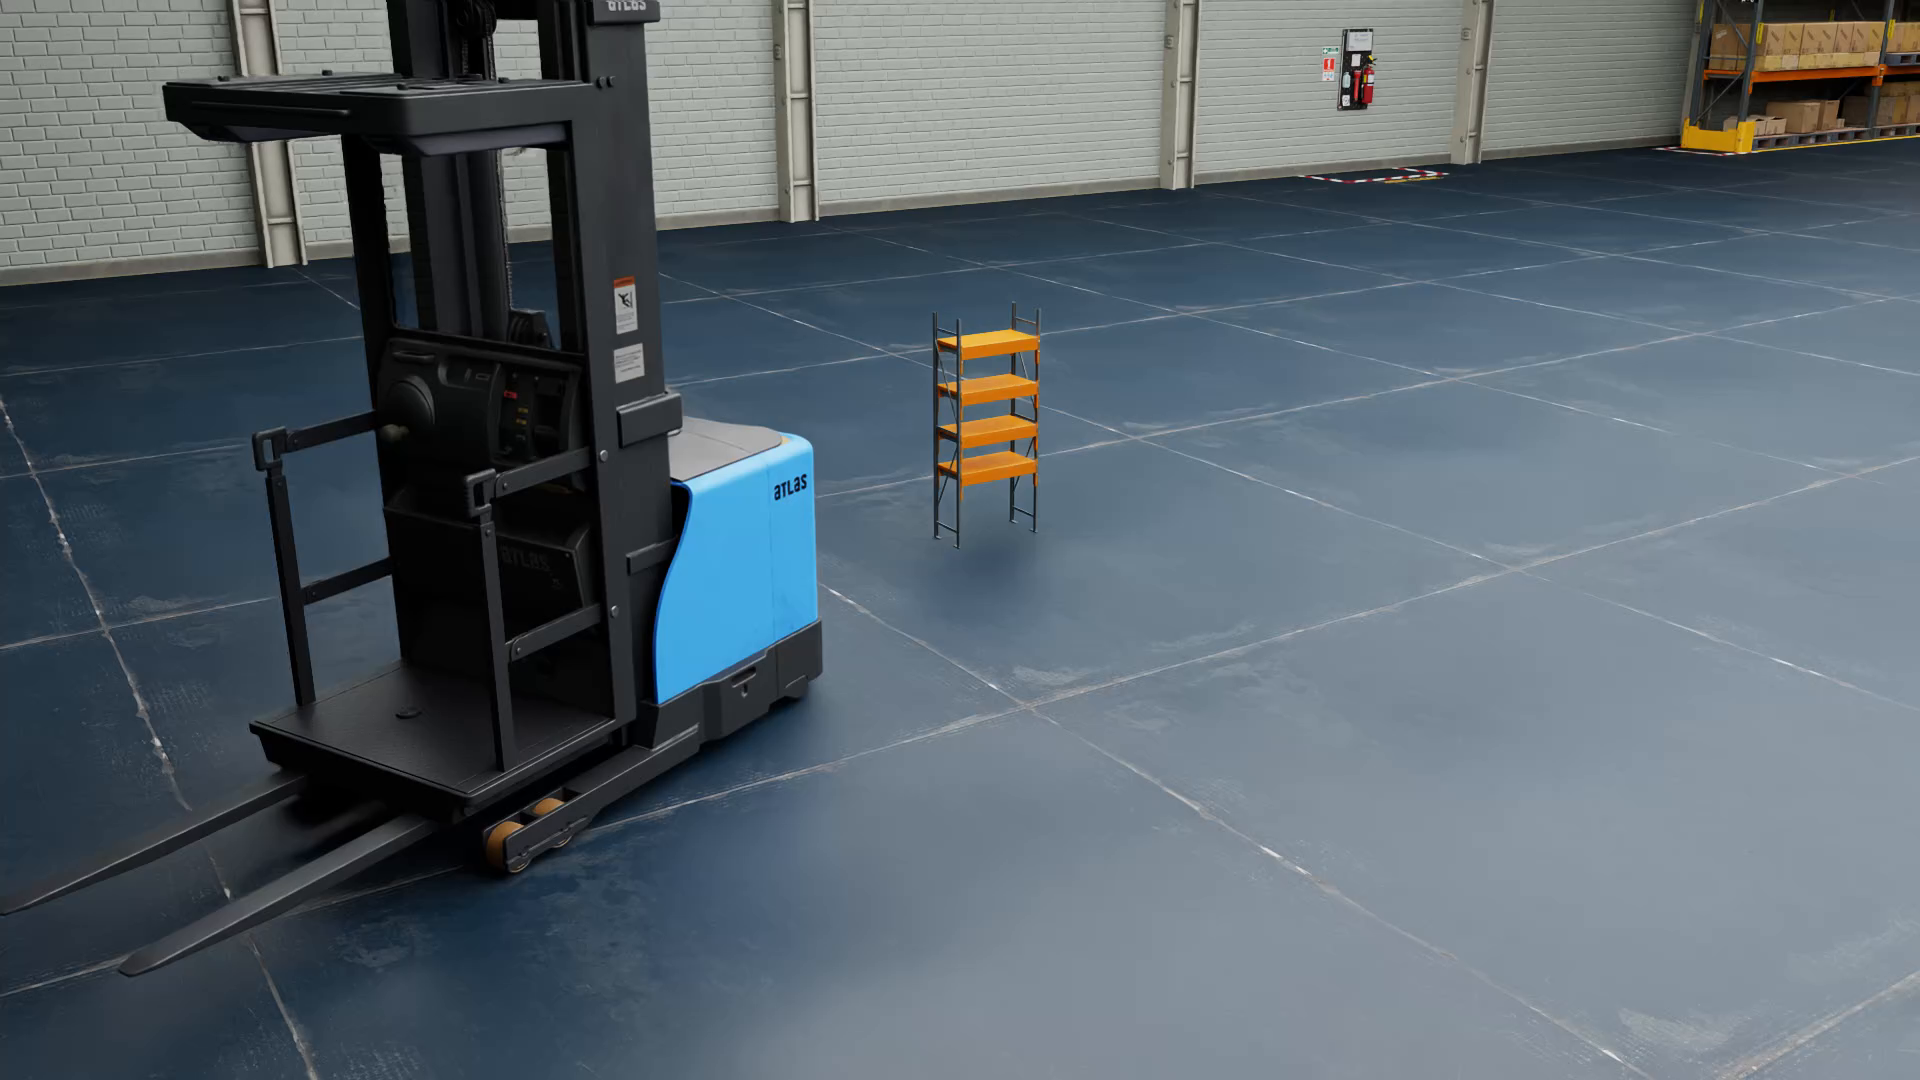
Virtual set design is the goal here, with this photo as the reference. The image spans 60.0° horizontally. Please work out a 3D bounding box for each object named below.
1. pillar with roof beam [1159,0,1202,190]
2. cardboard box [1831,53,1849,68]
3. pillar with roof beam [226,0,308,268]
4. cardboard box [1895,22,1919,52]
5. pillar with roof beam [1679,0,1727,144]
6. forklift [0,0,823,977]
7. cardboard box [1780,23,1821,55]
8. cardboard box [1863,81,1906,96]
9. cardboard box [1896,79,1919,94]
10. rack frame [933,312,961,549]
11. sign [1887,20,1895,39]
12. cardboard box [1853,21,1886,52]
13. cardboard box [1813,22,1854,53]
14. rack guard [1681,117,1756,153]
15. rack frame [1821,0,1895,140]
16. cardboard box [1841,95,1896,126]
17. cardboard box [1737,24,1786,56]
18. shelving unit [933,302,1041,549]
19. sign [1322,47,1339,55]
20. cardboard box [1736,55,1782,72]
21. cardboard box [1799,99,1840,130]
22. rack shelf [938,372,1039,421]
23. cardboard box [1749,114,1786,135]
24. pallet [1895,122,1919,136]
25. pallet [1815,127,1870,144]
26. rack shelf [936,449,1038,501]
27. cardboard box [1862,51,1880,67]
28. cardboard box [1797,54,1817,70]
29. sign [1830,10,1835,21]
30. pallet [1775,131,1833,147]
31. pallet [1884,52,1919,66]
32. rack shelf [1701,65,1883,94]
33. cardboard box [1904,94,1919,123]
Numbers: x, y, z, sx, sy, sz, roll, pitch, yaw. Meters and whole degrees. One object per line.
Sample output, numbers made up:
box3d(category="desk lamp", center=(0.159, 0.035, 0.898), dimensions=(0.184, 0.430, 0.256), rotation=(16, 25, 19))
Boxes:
box3d(category="pillar with roof beam", center=(5.415, -8.074, 18.576), dimensions=(0.400, 9.000, 9.100), rotation=(-12, 22, -31))
box3d(category="cardboard box", center=(15.240, -8.443, 29.237), dimensions=(0.500, 0.250, 0.500), rotation=(-12, 22, -32))
box3d(category="pillar with roof beam", center=(-4.607, -5.960, 12.324), dimensions=(0.400, 9.000, 9.100), rotation=(-12, 22, -31))
box3d(category="cardboard box", center=(17.216, -9.280, 30.667), dimensions=(0.500, 0.500, 0.700), rotation=(-9, 21, -26))
box3d(category="pillar with roof beam", center=(15.437, -10.188, 24.828), dimensions=(0.400, 9.000, 9.100), rotation=(-12, 22, -31))
box3d(category="forklift", center=(-1.763, -0.458, 5.524), dimensions=(1.130, 2.935, 3.031), rotation=(11, 22, 29))
box3d(category="cardboard box", center=(14.378, -8.614, 28.572), dimensions=(0.500, 0.500, 0.500), rotation=(-13, 22, -33))
box3d(category="cardboard box", center=(17.273, -8.439, 31.069), dimensions=(0.500, 0.250, 0.500), rotation=(-12, 22, -33))
box3d(category="cardboard box", center=(18.132, -8.615, 31.588), dimensions=(0.500, 0.250, 0.500), rotation=(-12, 22, -32))
box3d(category="rack frame", center=(-0.066, -0.555, 8.512), dimensions=(0.015, 1.200, 0.240), rotation=(-12, 22, -31))
box3d(category="sign", center=(16.606, -9.113, 29.666), dimensions=(0.005, 0.325, 0.100), rotation=(-12, 22, -31))
box3d(category="cardboard box", center=(16.077, -8.975, 29.640), dimensions=(0.500, 0.500, 0.500), rotation=(-12, 22, -32))
box3d(category="cardboard box", center=(15.236, -8.799, 29.122), dimensions=(0.500, 0.500, 0.500), rotation=(-13, 22, -33))
box3d(category="rack guard", center=(13.024, -6.972, 28.586), dimensions=(0.348, 0.500, 1.175), rotation=(-12, 22, -31))
box3d(category="rack frame", center=(16.301, -8.847, 30.230), dimensions=(0.127, 3.000, 1.000), rotation=(-12, 22, -31))
box3d(category="cardboard box", center=(16.907, -8.005, 30.957), dimensions=(0.500, 0.500, 0.700), rotation=(-11, 22, -30))
box3d(category="cardboard box", center=(13.525, -8.440, 28.058), dimensions=(0.500, 0.500, 0.500), rotation=(-12, 22, -31))
box3d(category="shelving unit", center=(0.138, -0.598, 8.639), dimensions=(0.503, 1.200, 0.258), rotation=(-12, 22, -31))
box3d(category="sign", center=(5.464, -7.212, 24.510), dimensions=(0.331, 0.109, 0.001), rotation=(-12, 22, -31))
box3d(category="cardboard box", center=(13.543, -8.082, 28.170), dimensions=(0.500, 0.250, 0.500), rotation=(-13, 22, -33))
box3d(category="cardboard box", center=(15.457, -7.678, 29.988), dimensions=(0.500, 0.500, 0.500), rotation=(-14, 23, -35))
box3d(category="rack shelf", center=(0.138, -0.746, 8.589), dimensions=(0.480, 0.148, 0.258), rotation=(-12, 22, -31))
box3d(category="cardboard box", center=(14.064, -7.275, 29.093), dimensions=(0.500, 0.311, 0.500), rotation=(-10, 21, -27))
box3d(category="pallet", center=(17.971, -7.880, 31.723), dimensions=(1.213, 0.211, 1.003), rotation=(-12, 22, -31))
box3d(category="pallet", center=(15.760, -7.398, 30.299), dimensions=(1.213, 0.211, 1.003), rotation=(-12, 22, -31))
box3d(category="rack shelf", center=(0.138, -0.346, 8.724), dimensions=(0.480, 0.148, 0.258), rotation=(-12, 22, -31))
box3d(category="cardboard box", center=(16.073, -8.621, 29.764), dimensions=(0.500, 0.250, 0.500), rotation=(-12, 22, -31))
box3d(category="cardboard box", center=(14.397, -8.265, 28.713), dimensions=(0.500, 0.250, 0.500), rotation=(-12, 22, -32))
box3d(category="sign", center=(15.993, -9.543, 30.482), dimensions=(0.005, 0.325, 0.100), rotation=(-12, 22, -31))
box3d(category="pallet", center=(14.740, -7.182, 29.659), dimensions=(1.213, 0.211, 1.003), rotation=(-12, 22, -31))
box3d(category="pallet", center=(17.020, -8.852, 30.544), dimensions=(1.213, 0.211, 1.003), rotation=(-12, 22, -31))
box3d(category="rack shelf", center=(14.631, -8.154, 29.303), dimensions=(4.000, 0.370, 1.077), rotation=(-12, 22, -31))
box3d(category="cardboard box", center=(17.759, -8.189, 31.500), dimensions=(0.500, 0.500, 0.700), rotation=(-12, 22, -31))
